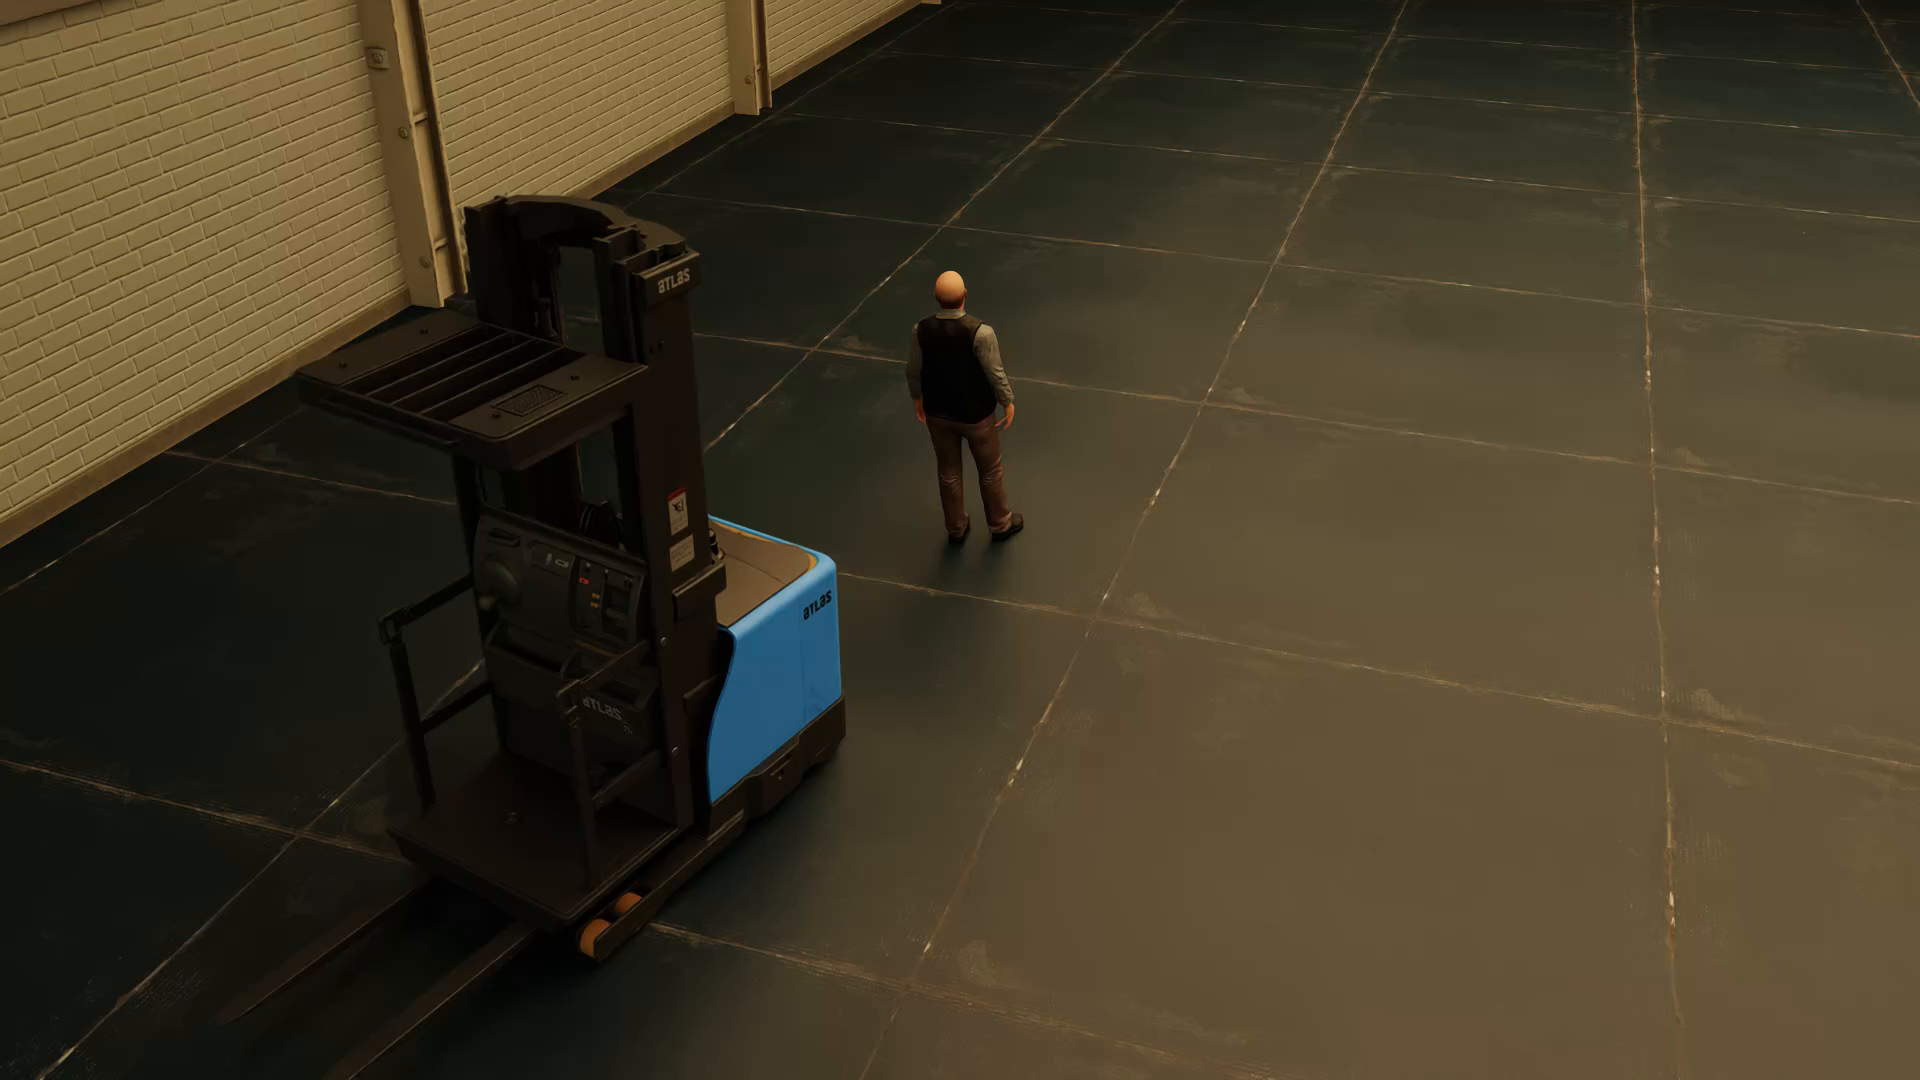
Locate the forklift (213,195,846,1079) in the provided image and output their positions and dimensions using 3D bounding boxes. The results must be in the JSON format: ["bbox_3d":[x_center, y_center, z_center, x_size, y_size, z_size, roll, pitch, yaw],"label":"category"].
[{"bbox_3d":[-1.783,0.225,6.742,1.130,2.935,3.031,18,34,28],"label":"forklift"}]

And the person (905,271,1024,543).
[{"bbox_3d":[0.028,-0.782,9.715,0.632,1.720,0.568,10,31,16],"label":"person"}]
